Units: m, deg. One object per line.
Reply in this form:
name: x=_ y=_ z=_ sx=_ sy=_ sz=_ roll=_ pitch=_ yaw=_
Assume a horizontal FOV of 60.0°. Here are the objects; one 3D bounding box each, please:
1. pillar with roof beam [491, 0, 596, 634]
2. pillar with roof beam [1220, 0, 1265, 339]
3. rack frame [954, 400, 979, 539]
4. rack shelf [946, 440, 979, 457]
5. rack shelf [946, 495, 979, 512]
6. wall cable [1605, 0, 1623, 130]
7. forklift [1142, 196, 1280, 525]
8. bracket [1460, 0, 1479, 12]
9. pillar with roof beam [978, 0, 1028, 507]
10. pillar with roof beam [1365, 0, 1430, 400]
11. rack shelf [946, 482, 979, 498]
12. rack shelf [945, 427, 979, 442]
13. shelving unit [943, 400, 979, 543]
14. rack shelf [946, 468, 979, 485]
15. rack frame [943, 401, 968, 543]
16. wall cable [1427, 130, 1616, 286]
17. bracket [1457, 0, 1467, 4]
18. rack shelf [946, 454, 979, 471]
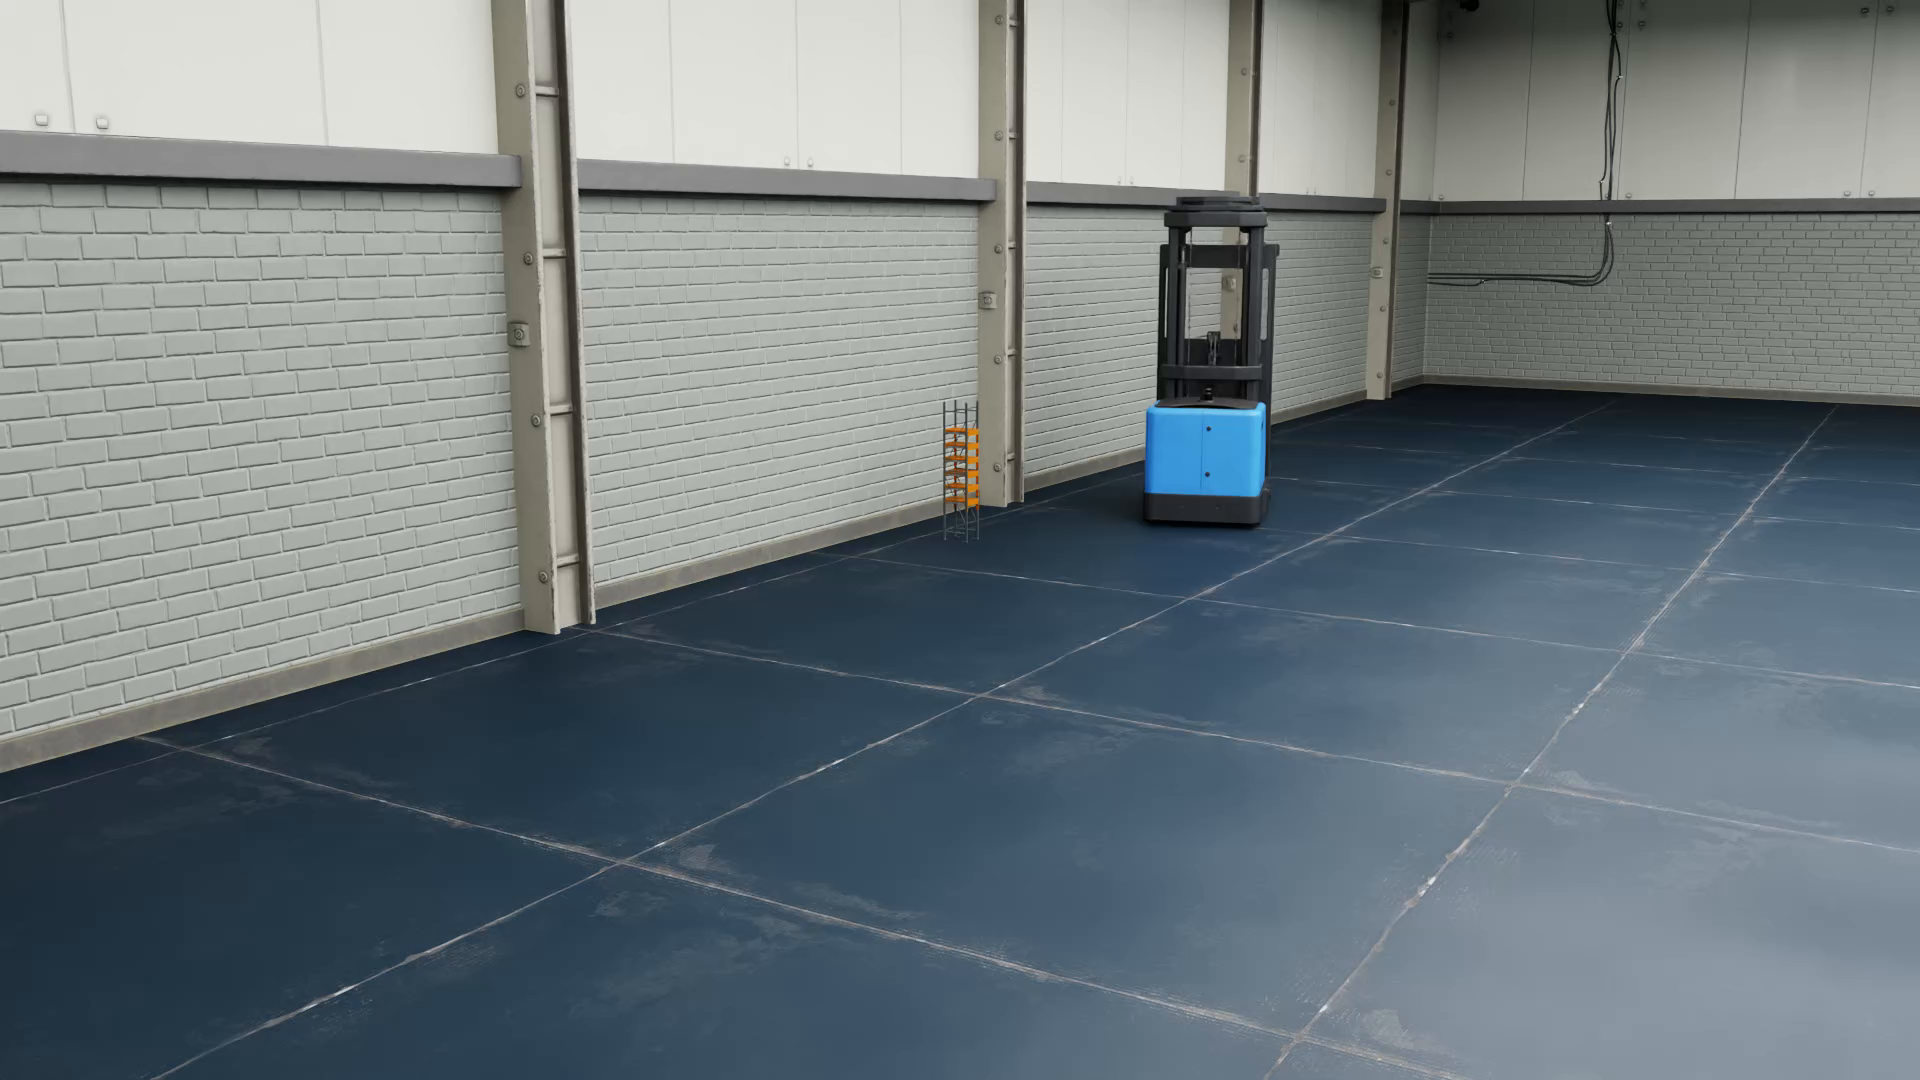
pillar with roof beam: x=0.964 y=-3.431 z=8.241 sx=9.100 sy=9.000 sz=0.400 roll=6 pitch=12 yaw=31
pillar with roof beam: x=7.194 y=-5.318 z=18.322 sx=9.100 sy=9.000 sz=0.400 roll=6 pitch=12 yaw=31
rack frame: x=0.055 y=-0.606 z=14.347 sx=0.240 sy=1.200 sz=0.006 roll=6 pitch=12 yaw=31
rack shelf: x=0.008 y=-0.784 z=14.234 sx=0.258 sy=0.103 sz=0.180 roll=6 pitch=12 yaw=31
rack shelf: x=0.008 y=-0.312 z=14.323 sx=0.258 sy=0.103 sz=0.180 roll=6 pitch=12 yaw=31
wall cable: x=11.602 y=-7.708 z=25.800 sx=3.097 sy=2.526 sz=0.112 roll=6 pitch=12 yaw=31
forklift: x=2.479 y=-1.805 z=16.045 sx=1.130 sy=2.935 sz=3.031 roll=2 pitch=11 yaw=13
bracket: x=8.379 y=-8.847 z=27.387 sx=0.235 sy=0.232 sz=0.430 roll=6 pitch=12 yaw=31
pillar with roof beam: x=4.079 y=-4.375 z=13.282 sx=9.100 sy=9.000 sz=0.400 roll=6 pitch=12 yaw=31
pillar with roof beam: x=10.309 y=-6.262 z=23.363 sx=9.100 sy=9.000 sz=0.548 roll=6 pitch=12 yaw=31
rack shelf: x=0.008 y=-0.430 z=14.301 sx=0.258 sy=0.103 sz=0.180 roll=6 pitch=12 yaw=31
rack shelf: x=0.008 y=-0.902 z=14.212 sx=0.258 sy=0.103 sz=0.180 roll=6 pitch=12 yaw=31
shelving unit: x=0.008 y=-0.592 z=14.270 sx=0.258 sy=1.200 sz=0.189 roll=6 pitch=12 yaw=31
rack shelf: x=0.008 y=-0.548 z=14.279 sx=0.258 sy=0.103 sz=0.180 roll=6 pitch=12 yaw=31
rack frame: x=-0.040 y=-0.578 z=14.194 sx=0.240 sy=1.200 sz=0.006 roll=6 pitch=12 yaw=31
wall cable: x=9.290 y=-5.484 z=27.645 sx=3.097 sy=2.526 sz=0.112 roll=6 pitch=12 yaw=31
bracket: x=8.073 y=-8.754 z=26.891 sx=0.076 sy=0.066 sz=3.189 roll=6 pitch=12 yaw=31
rack shelf: x=0.008 y=-0.666 z=14.257 sx=0.258 sy=0.103 sz=0.180 roll=6 pitch=12 yaw=31
